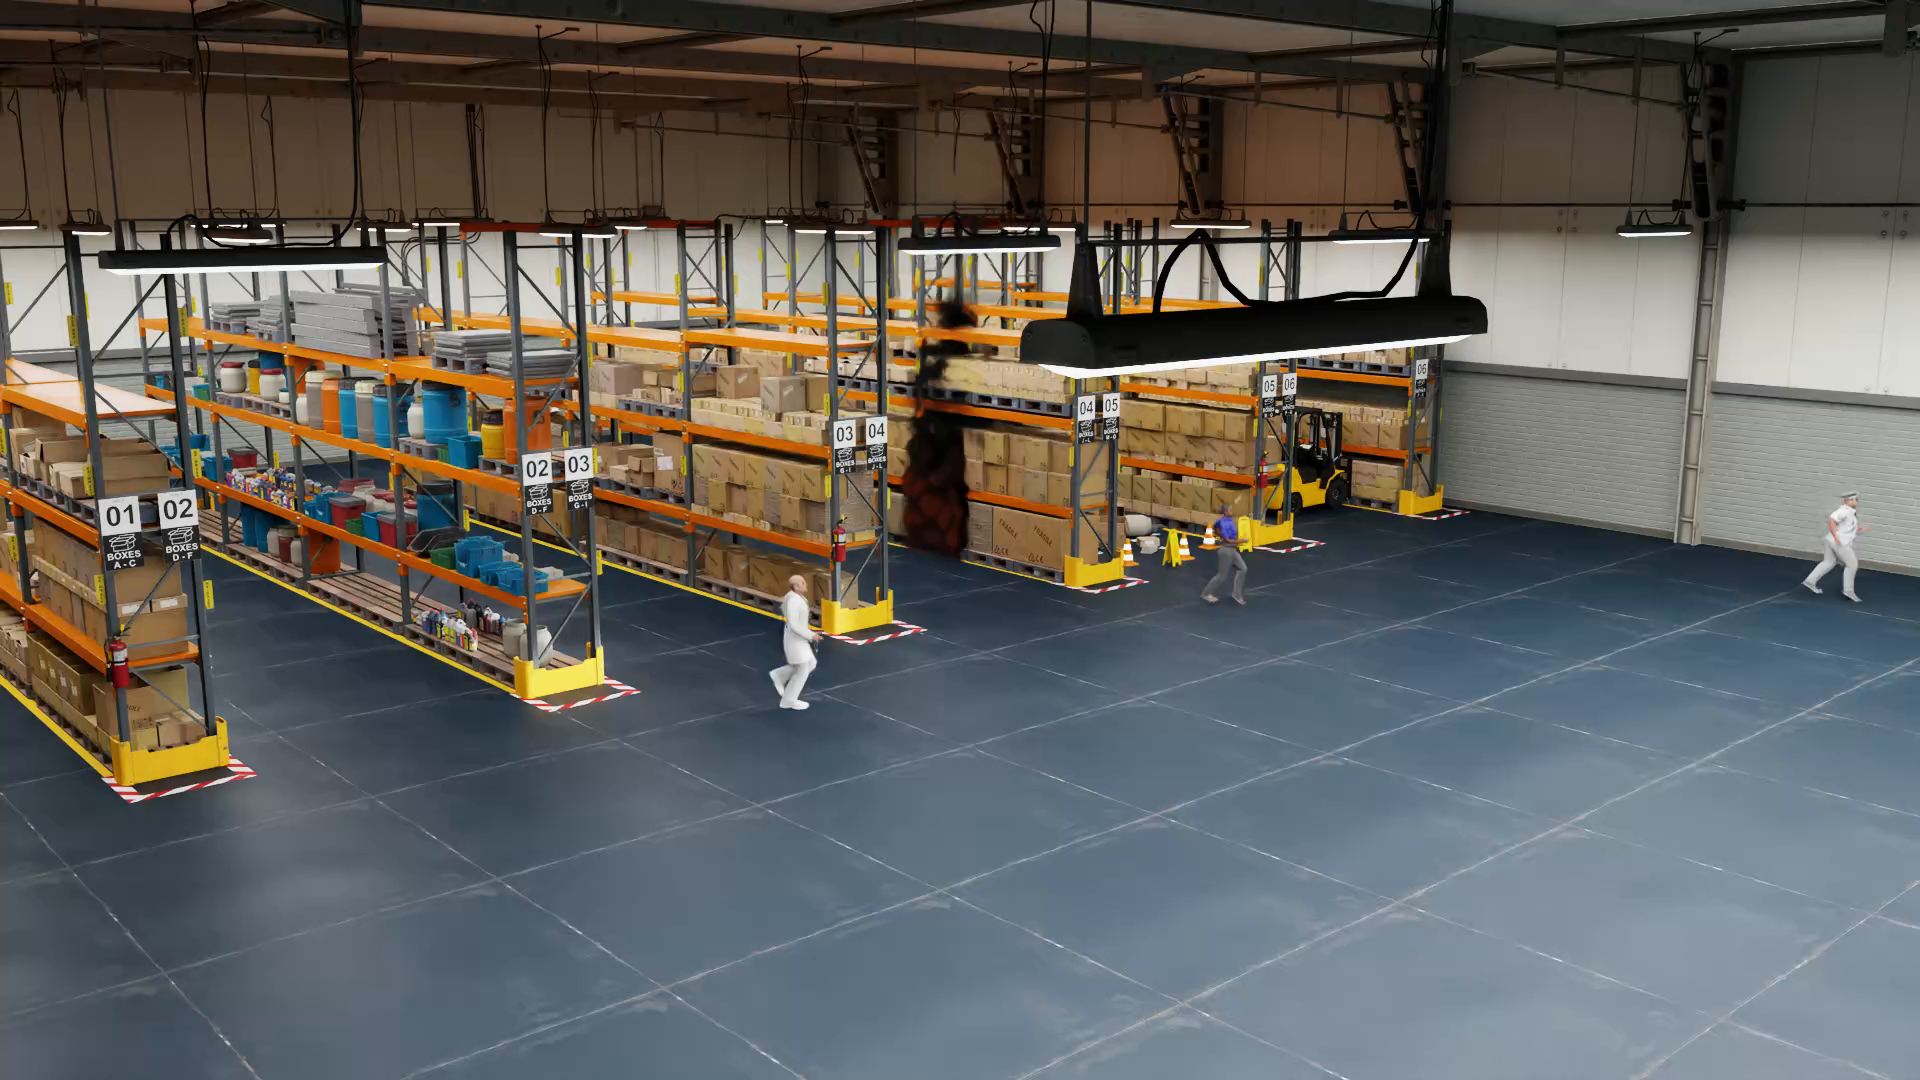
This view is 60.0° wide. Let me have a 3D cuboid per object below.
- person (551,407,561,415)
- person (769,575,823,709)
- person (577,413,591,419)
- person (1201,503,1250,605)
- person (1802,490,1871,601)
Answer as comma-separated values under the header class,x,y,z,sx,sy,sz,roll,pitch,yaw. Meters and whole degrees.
class,x,y,z,sx,sy,sz,roll,pitch,yaw
person,-9.439,-2.244,38.636,0.729,1.702,0.573,-4,12,-18
person,-2.085,1.286,21.141,0.699,1.738,0.734,-1,11,-3
person,-9.324,-2.657,40.936,0.545,1.609,0.693,-5,12,-21
person,4.266,0.235,26.654,0.749,1.693,0.582,3,12,16
person,14.319,0.079,27.084,0.896,1.825,0.585,4,12,18
